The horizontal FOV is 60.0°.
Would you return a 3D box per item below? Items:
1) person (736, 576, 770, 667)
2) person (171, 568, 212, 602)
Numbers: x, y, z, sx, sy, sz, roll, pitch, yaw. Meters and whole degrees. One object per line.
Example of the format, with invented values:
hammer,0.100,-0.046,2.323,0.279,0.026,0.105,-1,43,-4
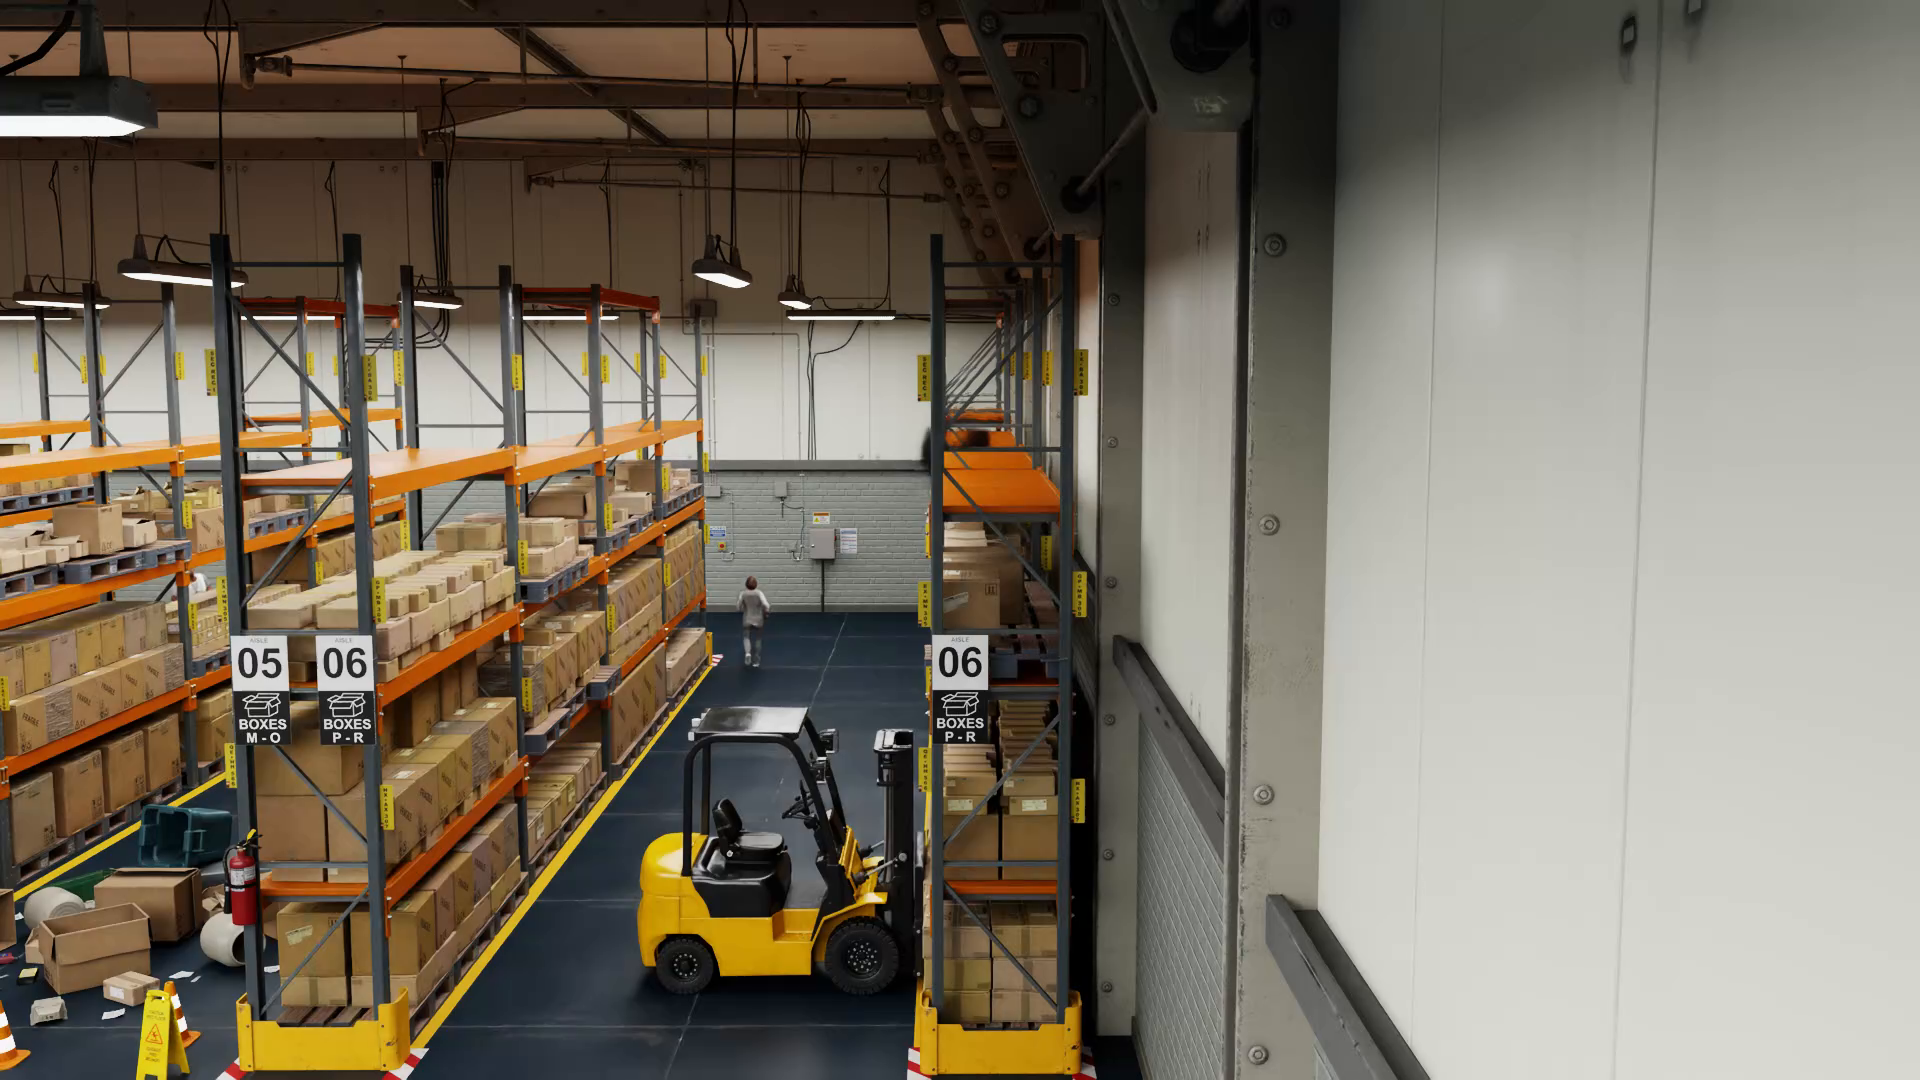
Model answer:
person,-3.414,1.366,27.517,0.568,1.539,0.760,0,6,-2
person,-13.145,1.180,28.529,0.622,1.689,0.732,6,9,44
